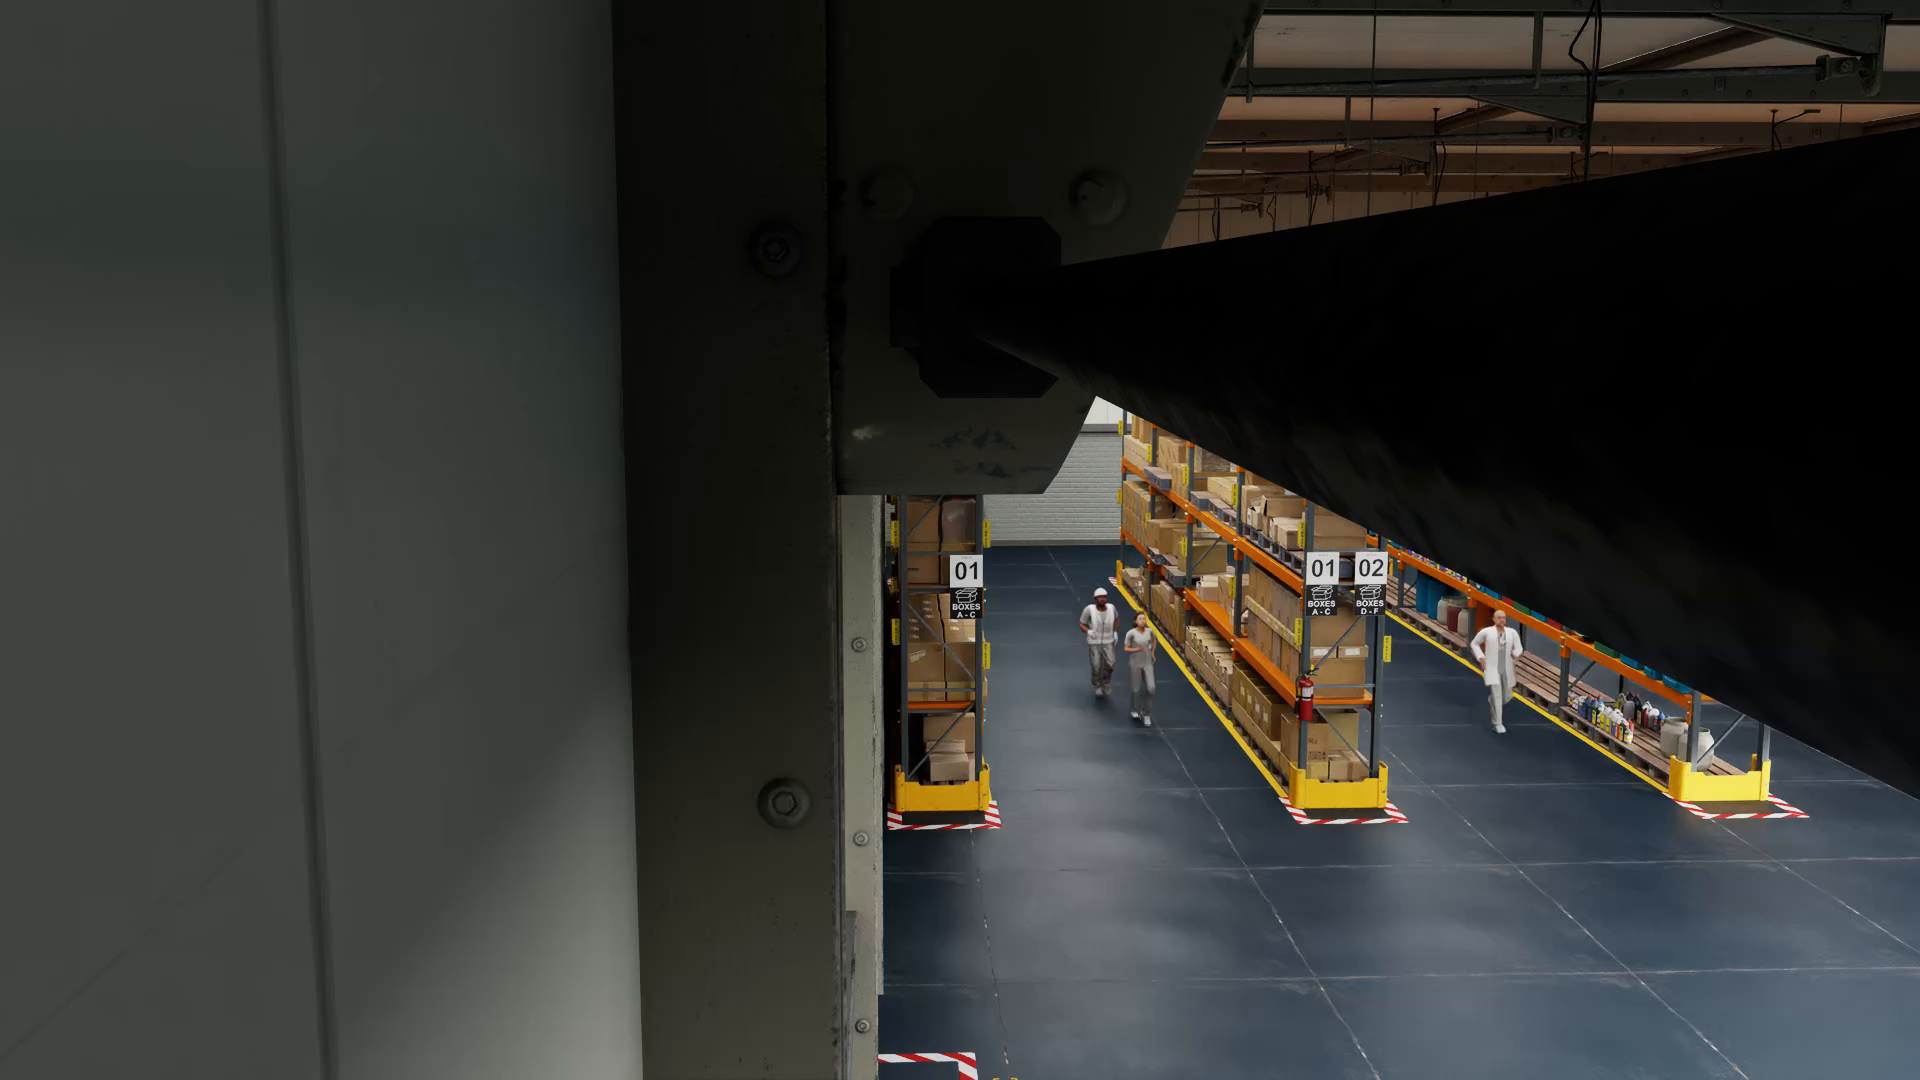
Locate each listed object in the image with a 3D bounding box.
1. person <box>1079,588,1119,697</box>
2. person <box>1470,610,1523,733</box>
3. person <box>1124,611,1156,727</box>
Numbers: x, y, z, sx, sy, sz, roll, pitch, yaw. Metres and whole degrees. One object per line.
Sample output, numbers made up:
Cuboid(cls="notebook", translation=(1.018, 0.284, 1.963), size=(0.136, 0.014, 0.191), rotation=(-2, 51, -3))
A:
Cuboid(cls="person", translation=(2.208, 1.618, 26.072), size=(0.674, 1.739, 0.622), rotation=(-1, 8, -6))
Cuboid(cls="person", translation=(7.854, 1.893, 24.318), size=(0.720, 1.746, 0.912), rotation=(0, 8, 0))
Cuboid(cls="person", translation=(2.683, 1.893, 24.599), size=(0.544, 1.705, 0.691), rotation=(-1, 9, -8))
